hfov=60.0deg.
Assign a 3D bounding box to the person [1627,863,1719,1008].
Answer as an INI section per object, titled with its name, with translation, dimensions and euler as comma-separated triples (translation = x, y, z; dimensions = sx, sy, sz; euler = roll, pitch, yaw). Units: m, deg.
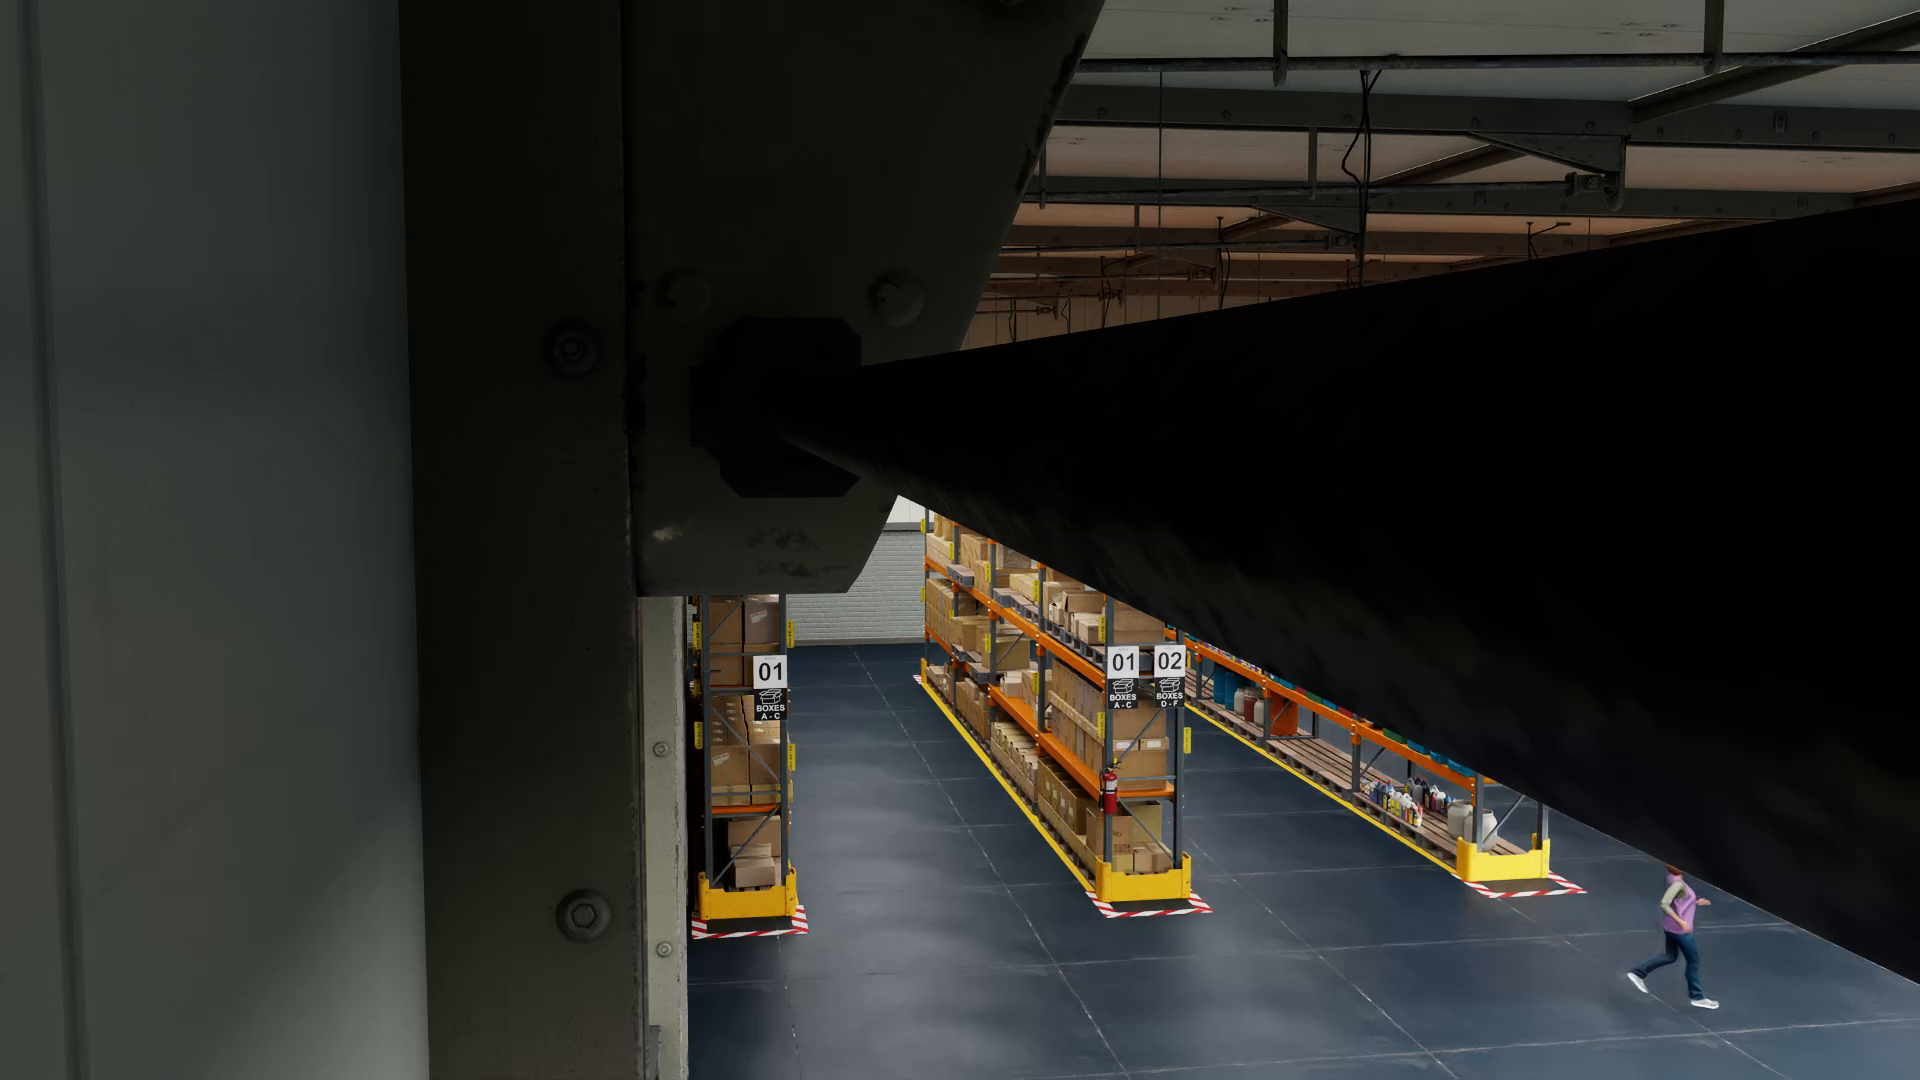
[person]
translation = 7.378, 4.013, 17.144
dimensions = 0.886, 1.579, 0.542
euler = 1, 5, 11
